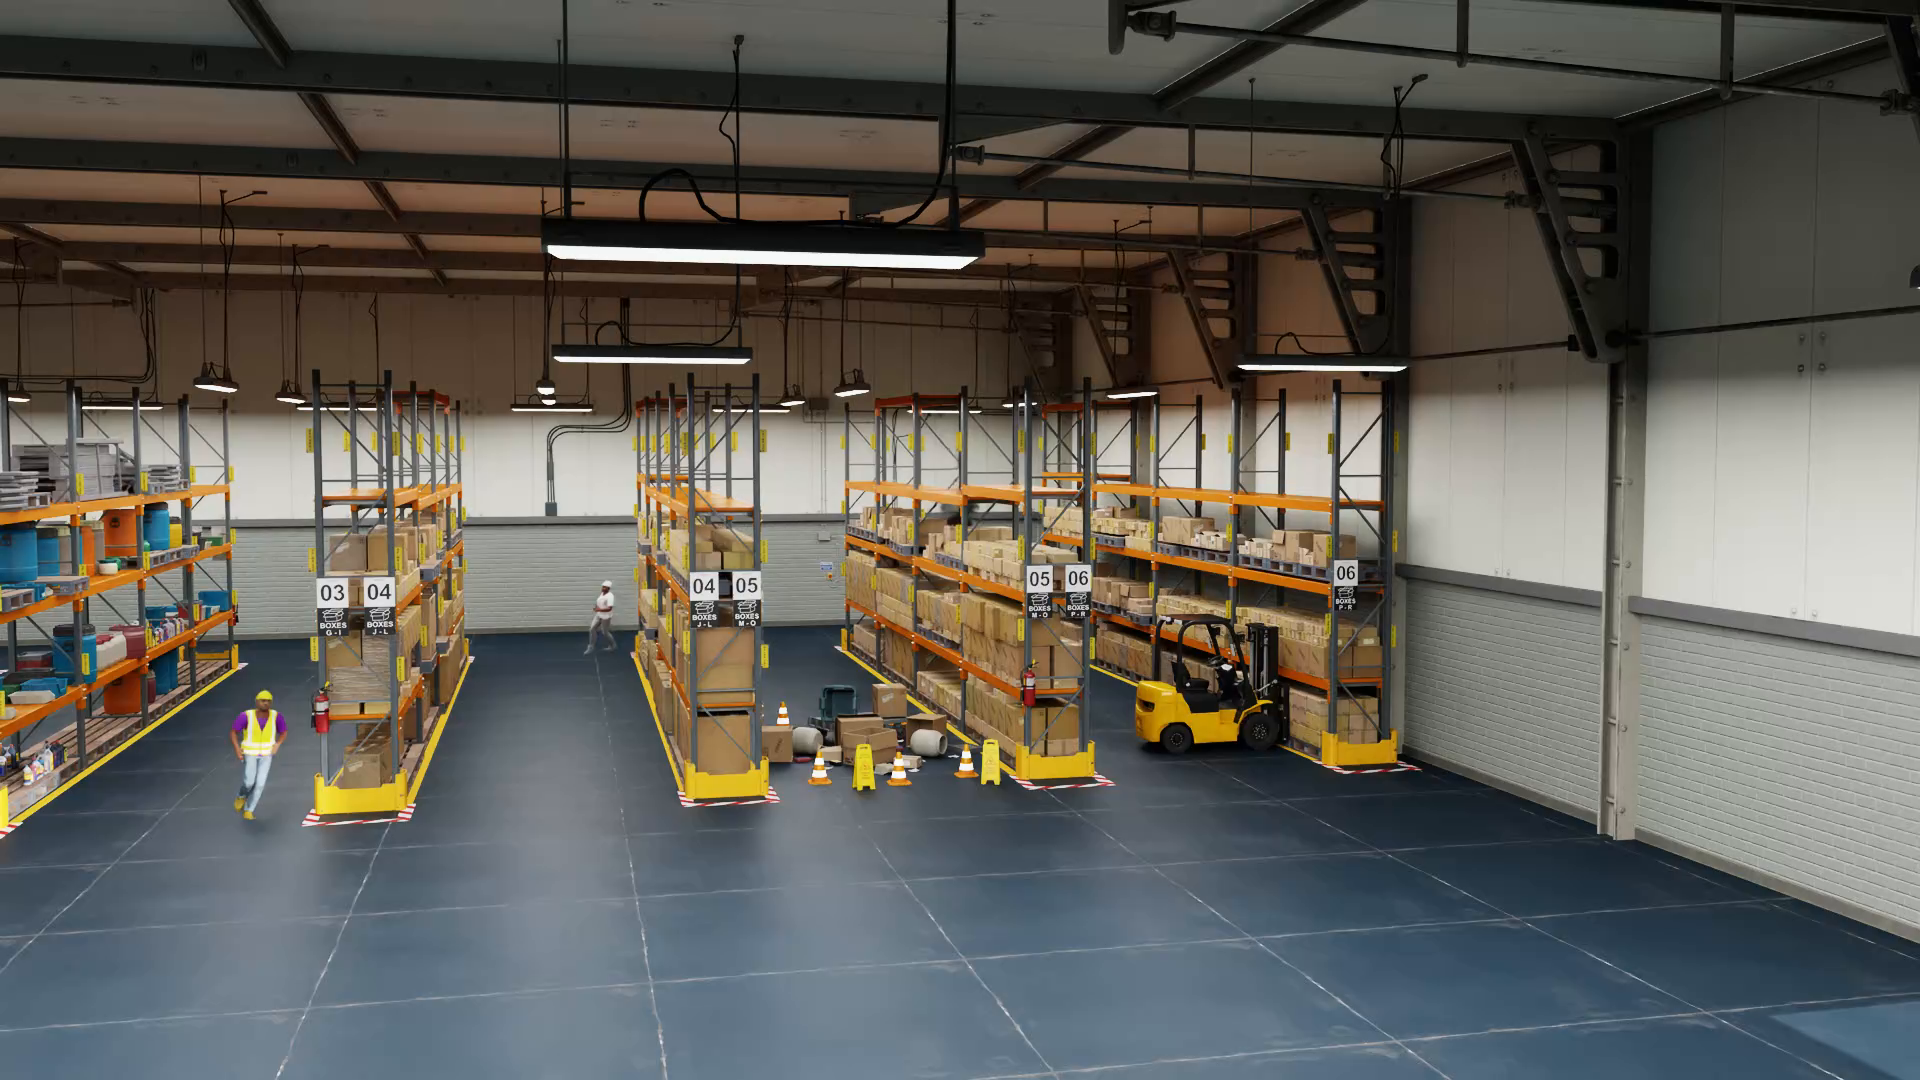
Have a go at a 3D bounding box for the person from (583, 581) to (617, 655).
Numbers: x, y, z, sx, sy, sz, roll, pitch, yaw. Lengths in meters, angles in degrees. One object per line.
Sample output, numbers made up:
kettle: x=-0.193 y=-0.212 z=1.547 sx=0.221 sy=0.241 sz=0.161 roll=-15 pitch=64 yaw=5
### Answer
person: x=-8.471 y=1.839 z=39.459 sx=0.852 sy=1.759 sz=0.718 roll=-3 pitch=4 yaw=-42

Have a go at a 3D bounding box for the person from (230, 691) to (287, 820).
person: x=-9.407 y=2.872 z=22.349 sx=0.710 sy=1.714 sz=0.566 roll=-2 pitch=4 yaw=-33
